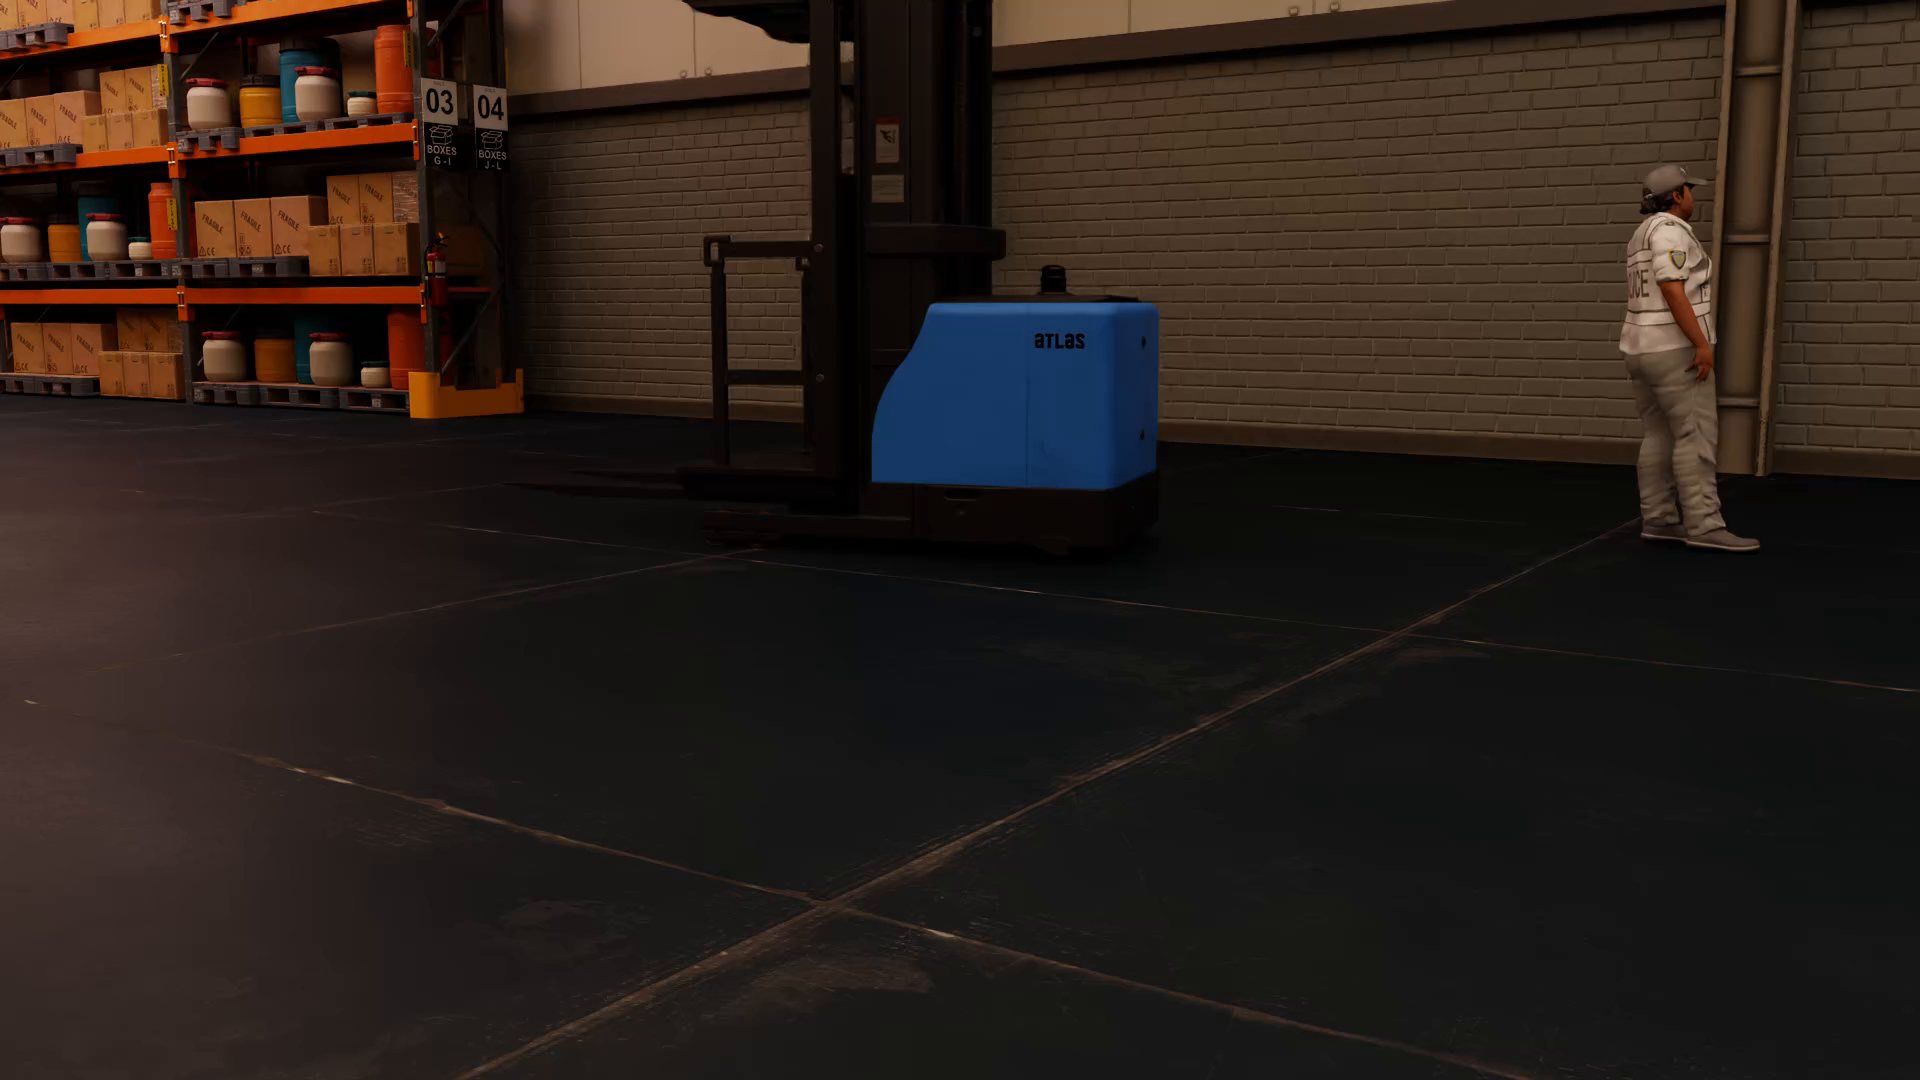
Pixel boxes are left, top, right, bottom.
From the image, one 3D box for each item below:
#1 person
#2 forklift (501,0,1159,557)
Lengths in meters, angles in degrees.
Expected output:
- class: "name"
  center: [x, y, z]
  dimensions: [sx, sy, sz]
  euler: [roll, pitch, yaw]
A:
- class: "person"
  center: [3.223, -0.813, 7.352]
  dimensions: [0.528, 1.669, 0.597]
  euler: [1, 8, 4]
- class: "forklift"
  center: [-0.651, -1.480, 7.603]
  dimensions: [3.031, 2.935, 1.130]
  euler: [3, 9, 18]
